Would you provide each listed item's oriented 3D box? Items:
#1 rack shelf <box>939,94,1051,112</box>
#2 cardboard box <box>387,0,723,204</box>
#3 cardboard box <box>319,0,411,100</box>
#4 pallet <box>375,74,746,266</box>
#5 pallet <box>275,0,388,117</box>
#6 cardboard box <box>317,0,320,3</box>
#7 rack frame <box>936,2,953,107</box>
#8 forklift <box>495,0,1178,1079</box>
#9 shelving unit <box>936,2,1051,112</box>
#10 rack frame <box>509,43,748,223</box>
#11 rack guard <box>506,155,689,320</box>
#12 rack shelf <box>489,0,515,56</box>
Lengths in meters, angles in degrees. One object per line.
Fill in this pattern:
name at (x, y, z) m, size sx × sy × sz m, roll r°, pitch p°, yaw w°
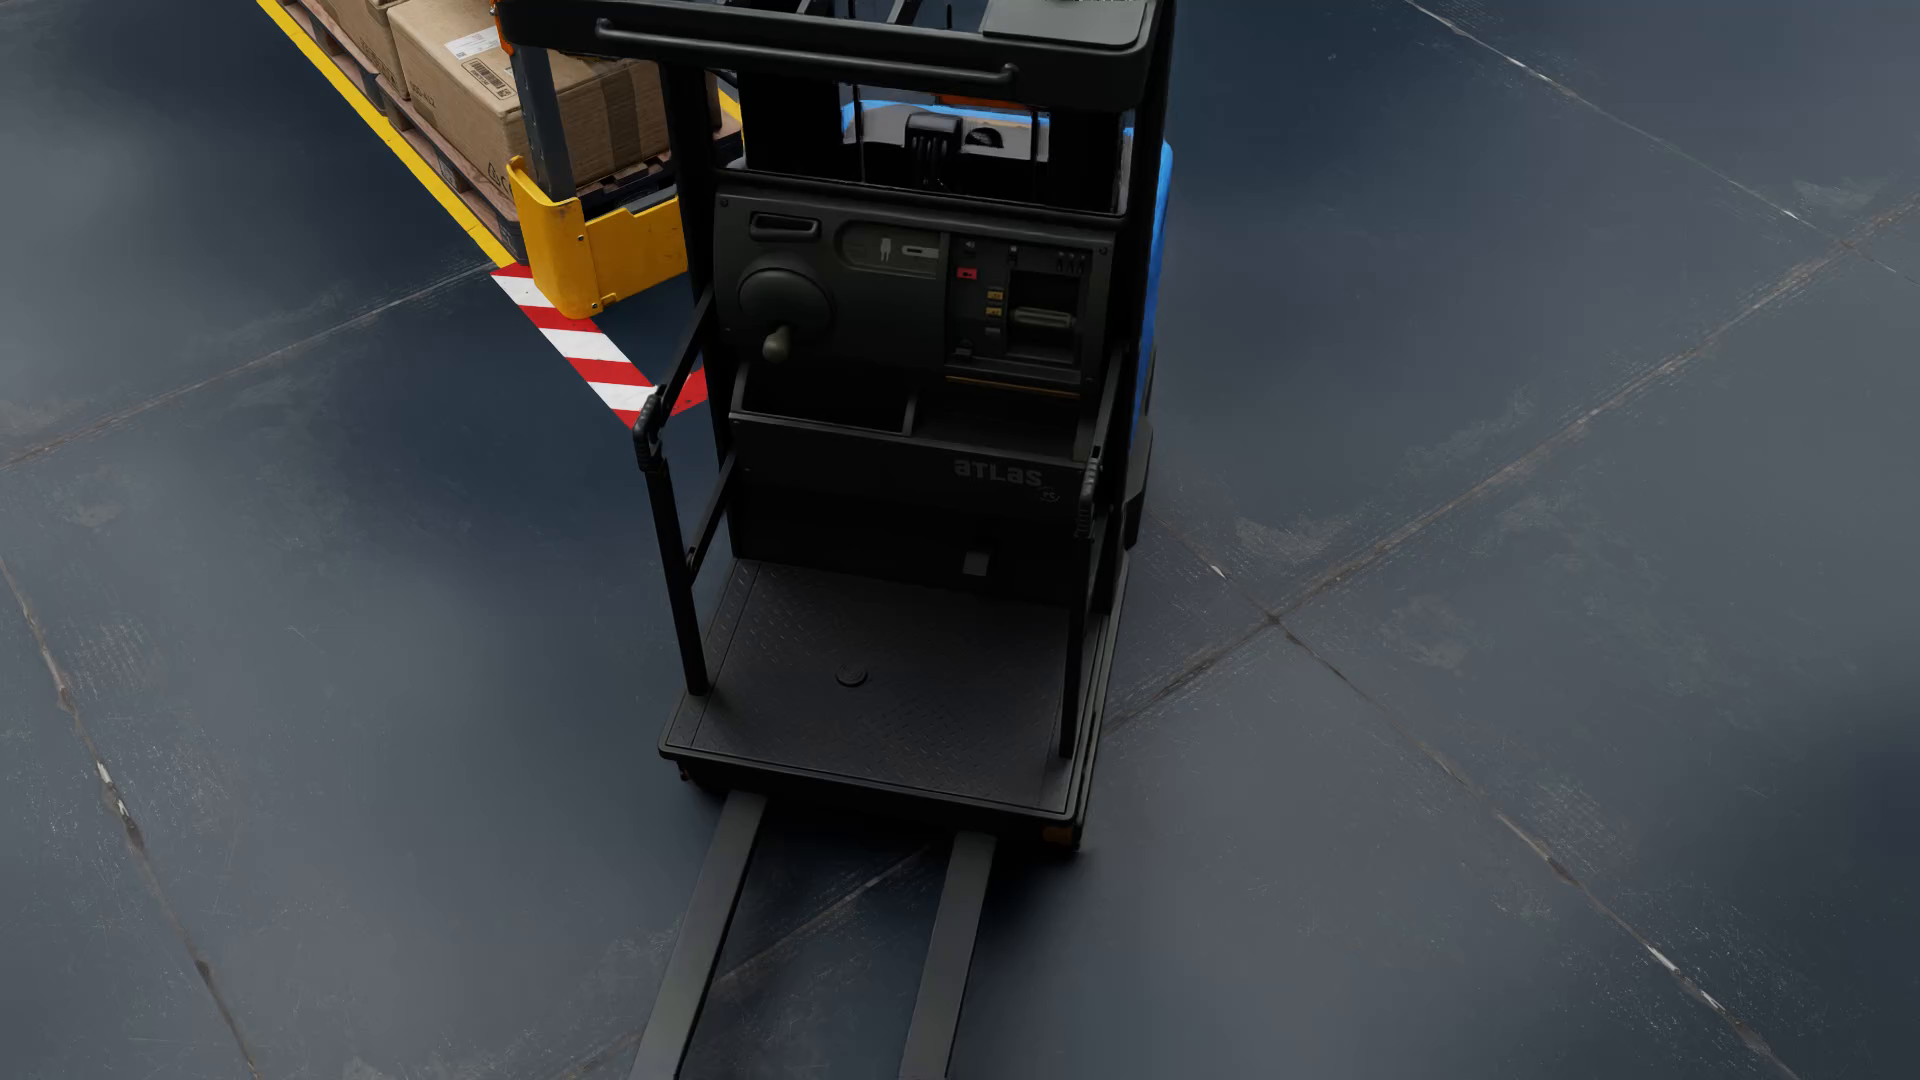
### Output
rack shelf at (0.192, -1.404, 5.174) m, size 0.480 × 0.148 × 0.258 m, roll 7°, pitch 45°, yaw 6°
cardboard box at (-1.519, -1.779, 6.284) m, size 0.875 × 0.438 × 0.875 m, roll -31°, pitch 55°, yaw -25°
cardboard box at (-2.080, -2.315, 6.770) m, size 0.875 × 0.438 × 0.875 m, roll -28°, pitch 54°, yaw -23°
pallet at (-1.586, -1.654, 6.607) m, size 1.003 × 0.211 × 1.213 m, roll -29°, pitch 54°, yaw -24°
pallet at (-2.321, -2.373, 7.259) m, size 1.003 × 0.211 × 1.213 m, roll -29°, pitch 54°, yaw -24°
cardboard box at (-2.625, -2.848, 7.253) m, size 0.875 × 0.438 × 0.875 m, roll -31°, pitch 55°, yaw -25°
rack frame at (-0.053, -1.153, 5.476) m, size 0.015 × 1.200 × 0.240 m, roll 7°, pitch 45°, yaw 6°
forklift at (-0.157, -0.470, 3.698) m, size 1.130 × 2.935 × 3.031 m, roll 9°, pitch 48°, yaw 8°
shelving unit at (0.188, -1.124, 5.450) m, size 0.503 × 1.200 × 0.258 m, roll 7°, pitch 45°, yaw 6°
rack frame at (-1.040, -2.155, 5.179) m, size 1.000 × 3.000 × 0.127 m, roll -29°, pitch 54°, yaw -24°
rack guard at (-1.025, -1.301, 6.092) m, size 1.175 × 0.500 × 0.348 m, roll -29°, pitch 54°, yaw -24°
rack shelf at (-2.251, -3.092, 6.514) m, size 1.077 × 0.370 × 4.000 m, roll -29°, pitch 54°, yaw -24°
